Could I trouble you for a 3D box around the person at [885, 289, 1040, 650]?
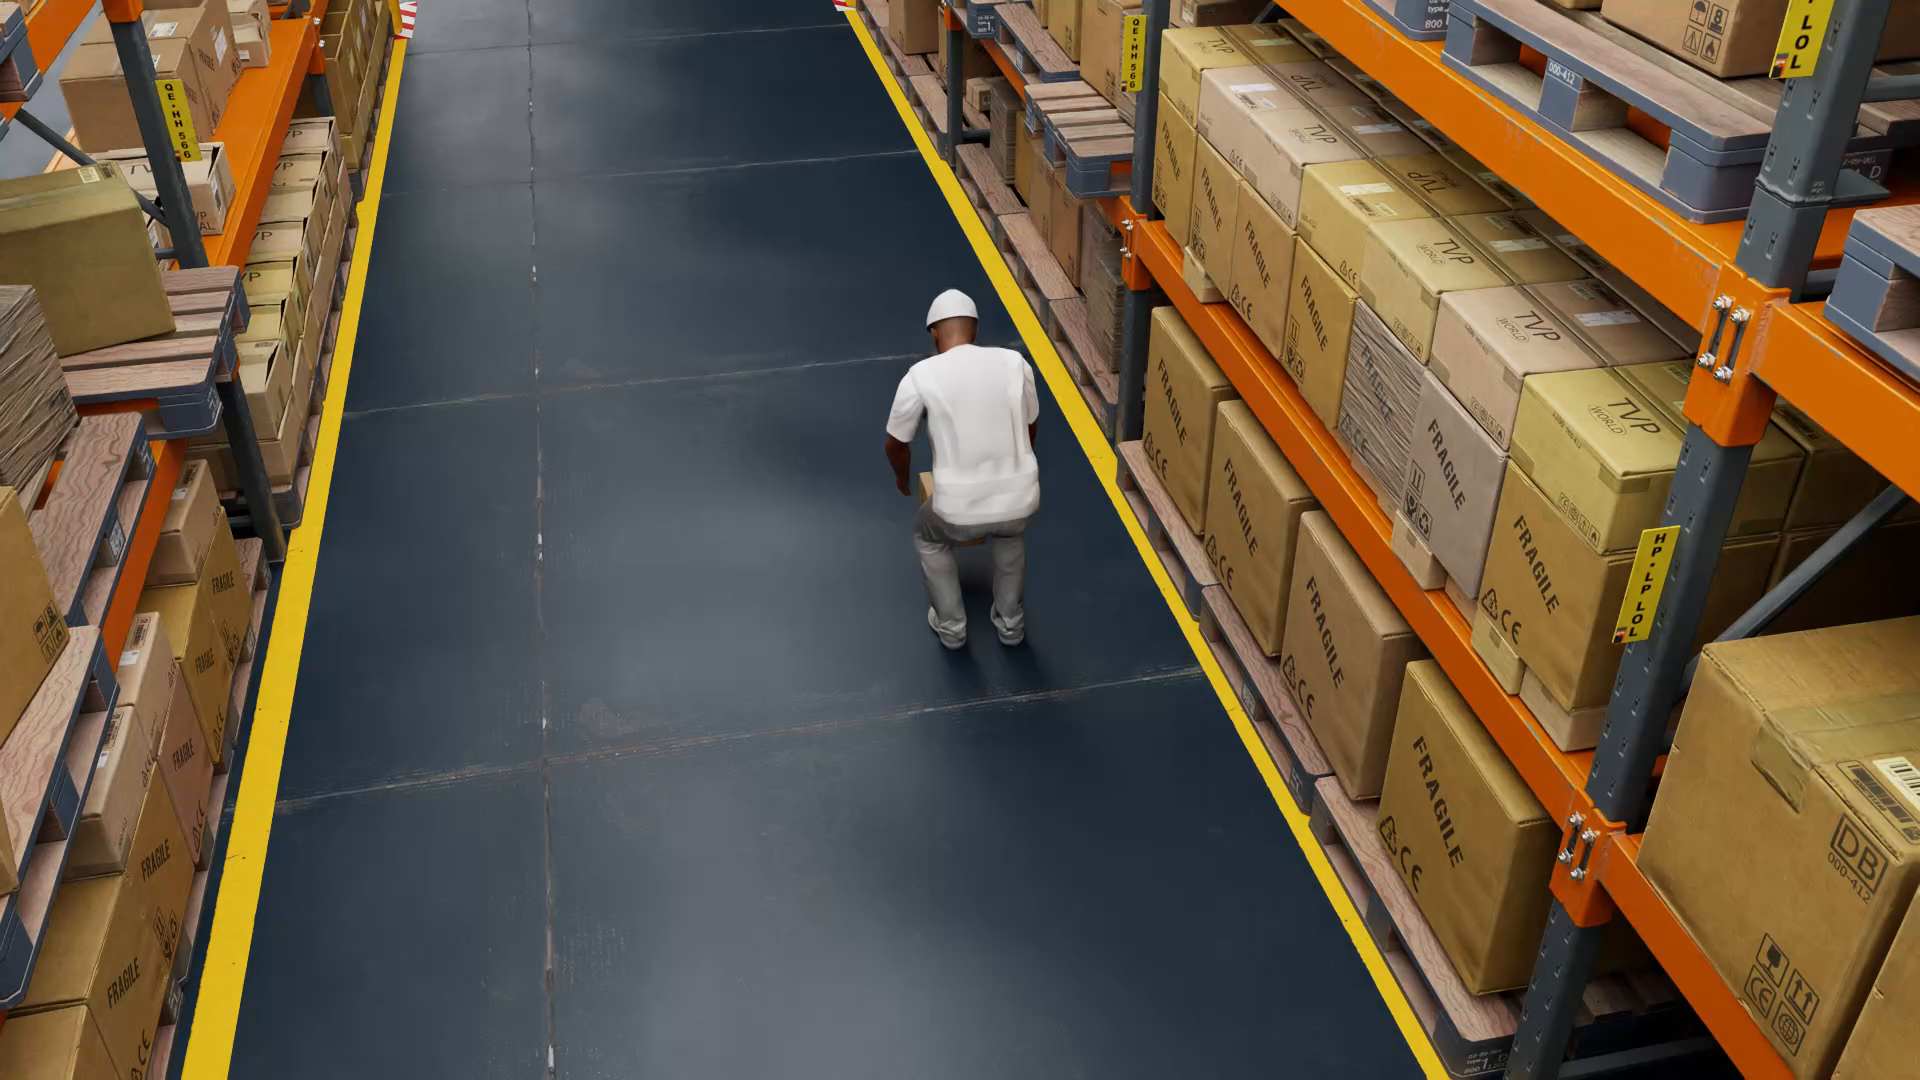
[{"bbox_3d":[0.024,-0.239,6.750,0.630,1.458,0.727,-7,35,-9],"label":"person"}]
